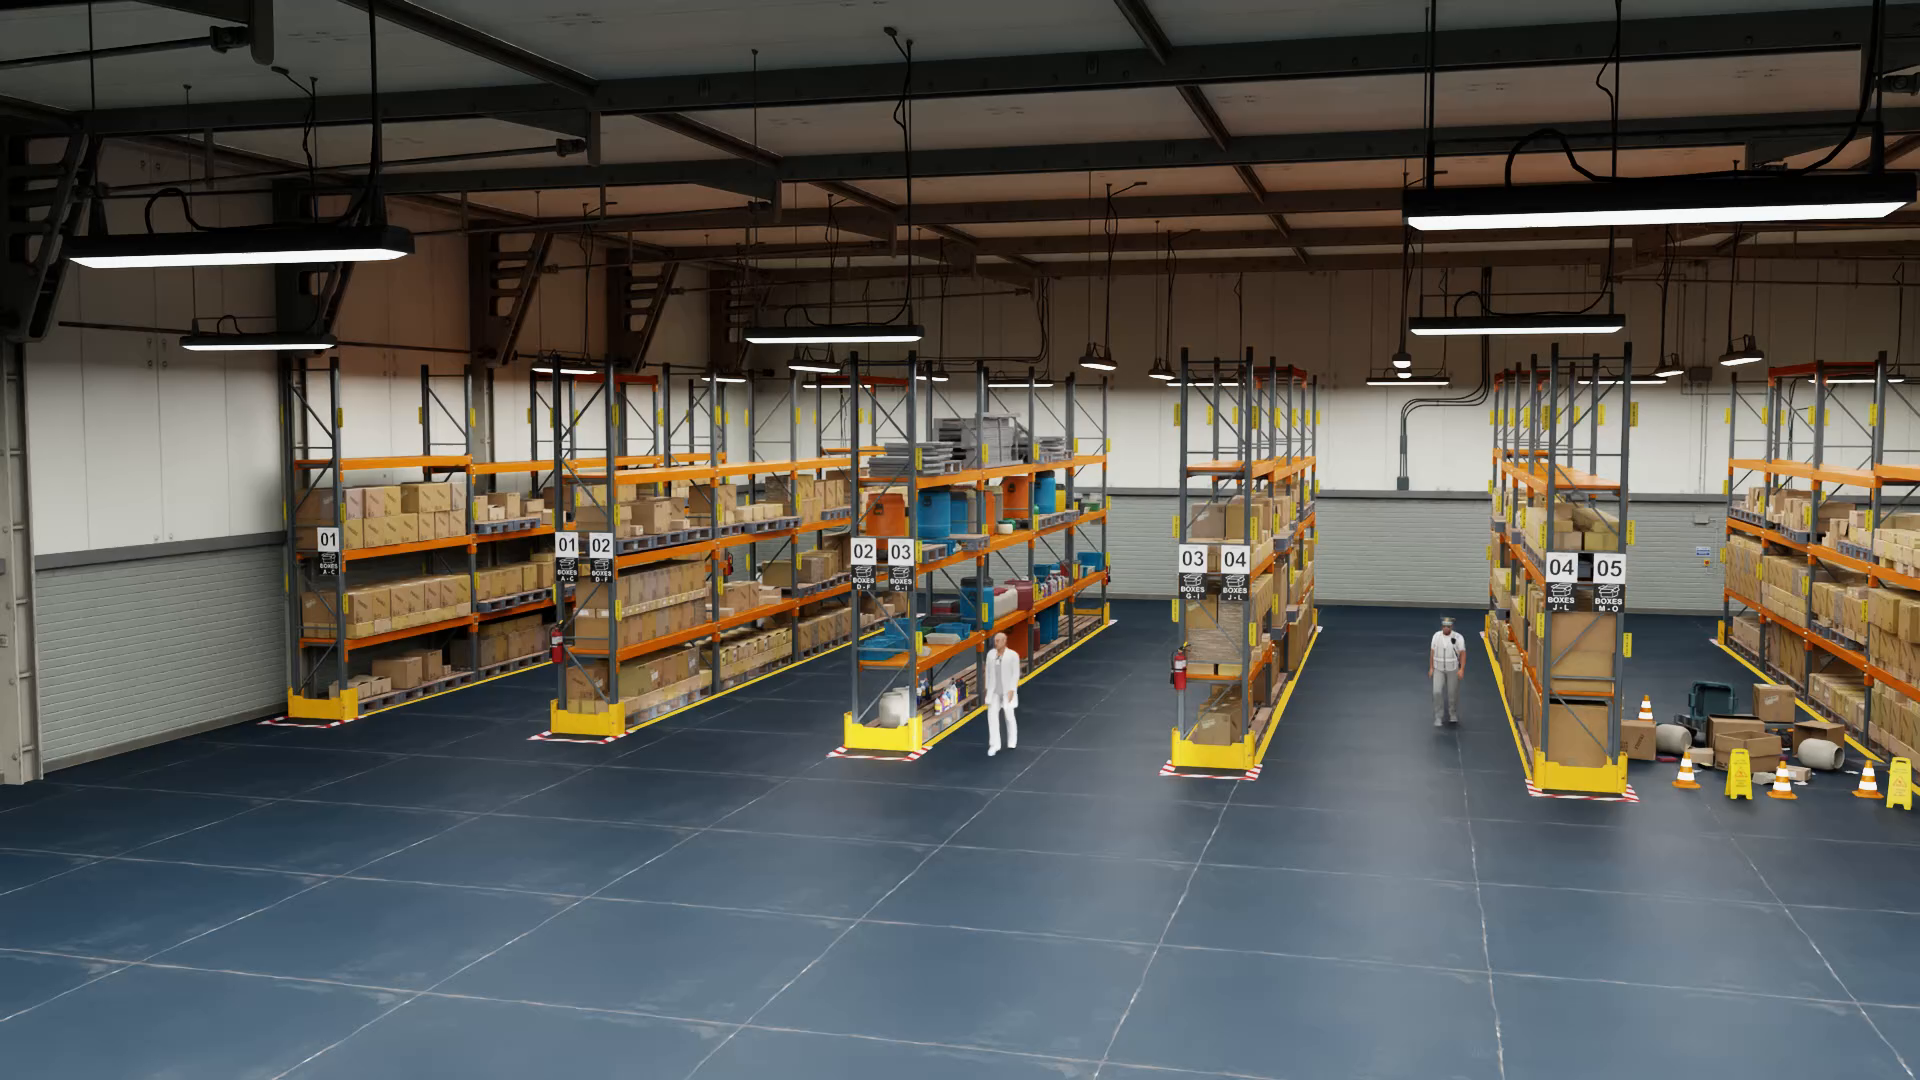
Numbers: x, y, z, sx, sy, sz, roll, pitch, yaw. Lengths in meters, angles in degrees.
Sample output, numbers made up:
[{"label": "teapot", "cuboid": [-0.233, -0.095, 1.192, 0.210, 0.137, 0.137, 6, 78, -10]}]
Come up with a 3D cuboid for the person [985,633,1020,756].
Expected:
[{"label": "person", "cuboid": [0.613, 2.305, 24.955, 0.613, 1.818, 0.845, 2, 5, 21]}]

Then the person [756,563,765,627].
[{"label": "person", "cuboid": [-4.613, 1.354, 38.343, 0.521, 1.680, 0.485, 4, 6, 41]}]

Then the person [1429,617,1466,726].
[{"label": "person", "cuboid": [7.971, 2.151, 27.224, 0.603, 1.801, 0.586, 2, 5, 29]}]
